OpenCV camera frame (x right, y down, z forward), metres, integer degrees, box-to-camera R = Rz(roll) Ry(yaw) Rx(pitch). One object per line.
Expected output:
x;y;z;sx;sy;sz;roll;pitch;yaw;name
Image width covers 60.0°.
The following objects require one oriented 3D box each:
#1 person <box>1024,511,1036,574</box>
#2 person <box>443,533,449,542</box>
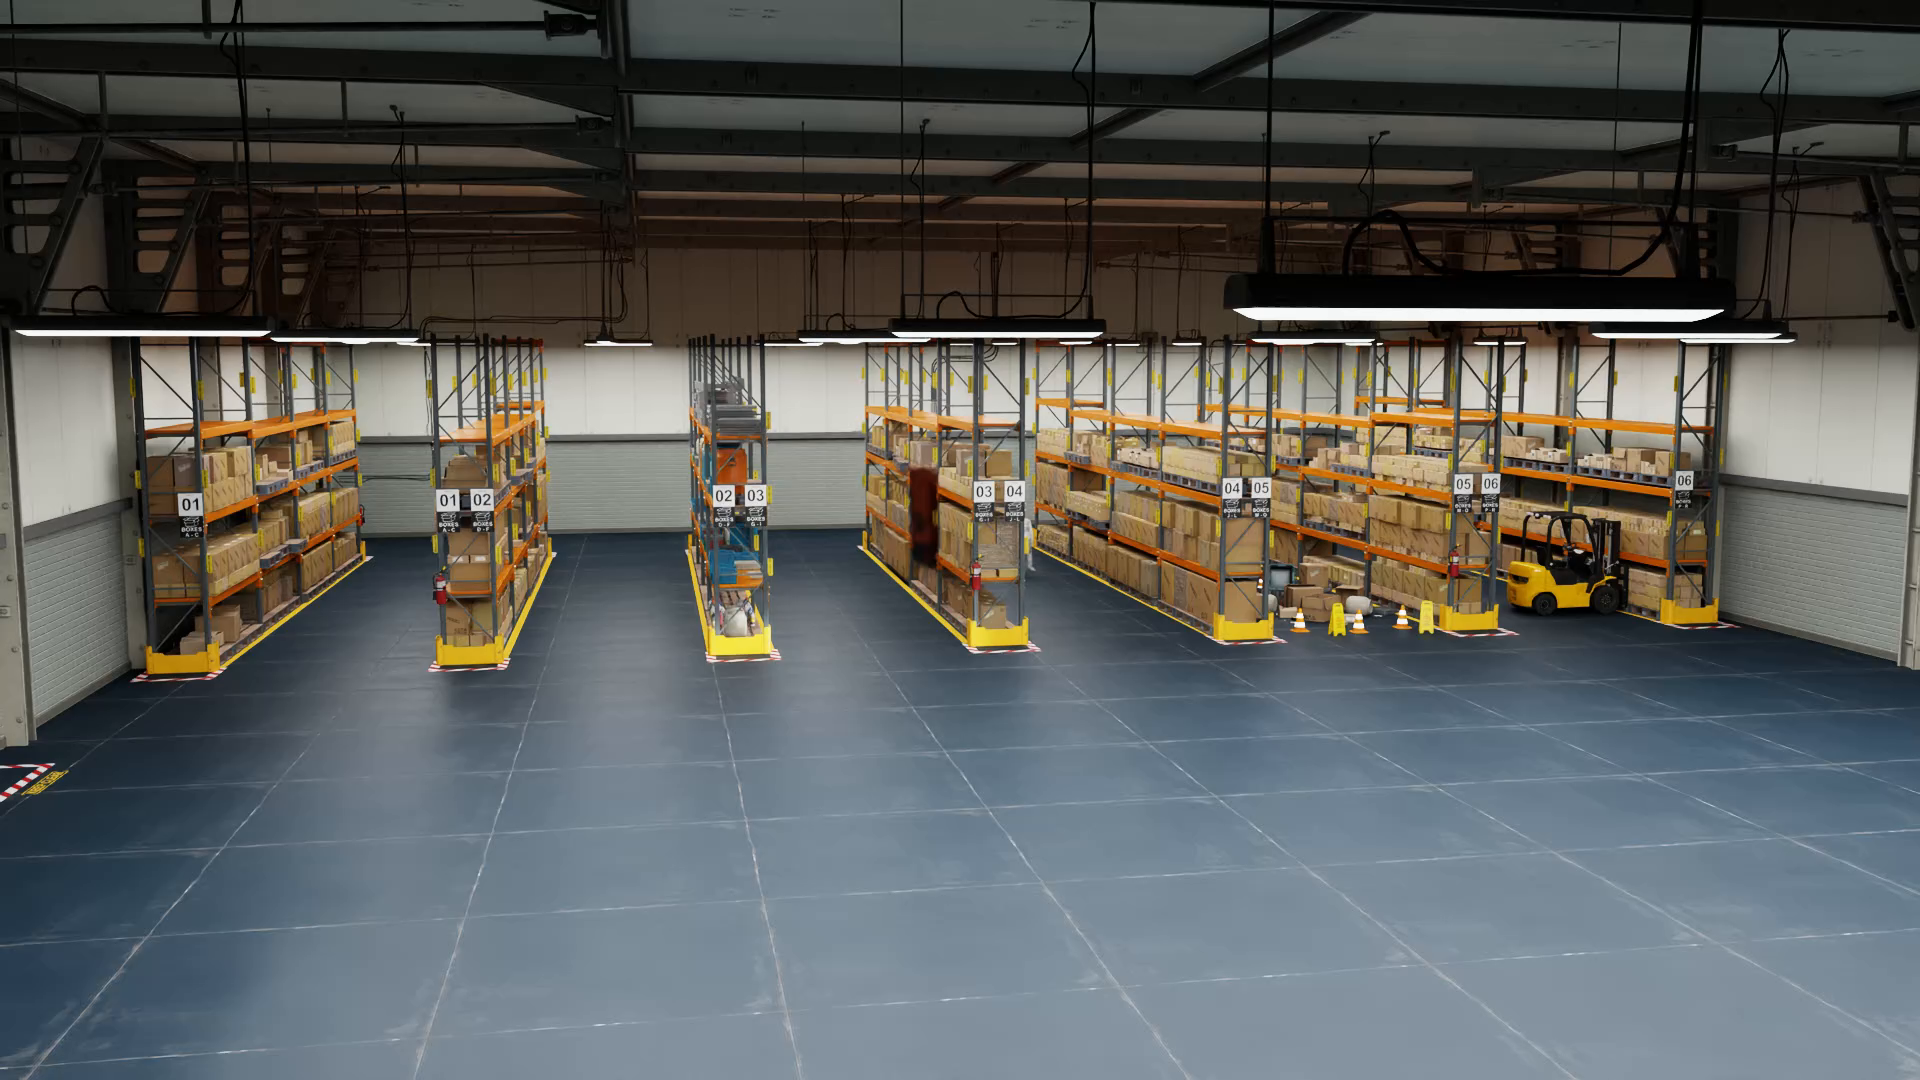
1.646;0.036;42.404;0.528;1.674;0.485;-2;7;-14;person
-15.002;-0.670;48.665;0.854;1.634;0.452;4;8;30;person
